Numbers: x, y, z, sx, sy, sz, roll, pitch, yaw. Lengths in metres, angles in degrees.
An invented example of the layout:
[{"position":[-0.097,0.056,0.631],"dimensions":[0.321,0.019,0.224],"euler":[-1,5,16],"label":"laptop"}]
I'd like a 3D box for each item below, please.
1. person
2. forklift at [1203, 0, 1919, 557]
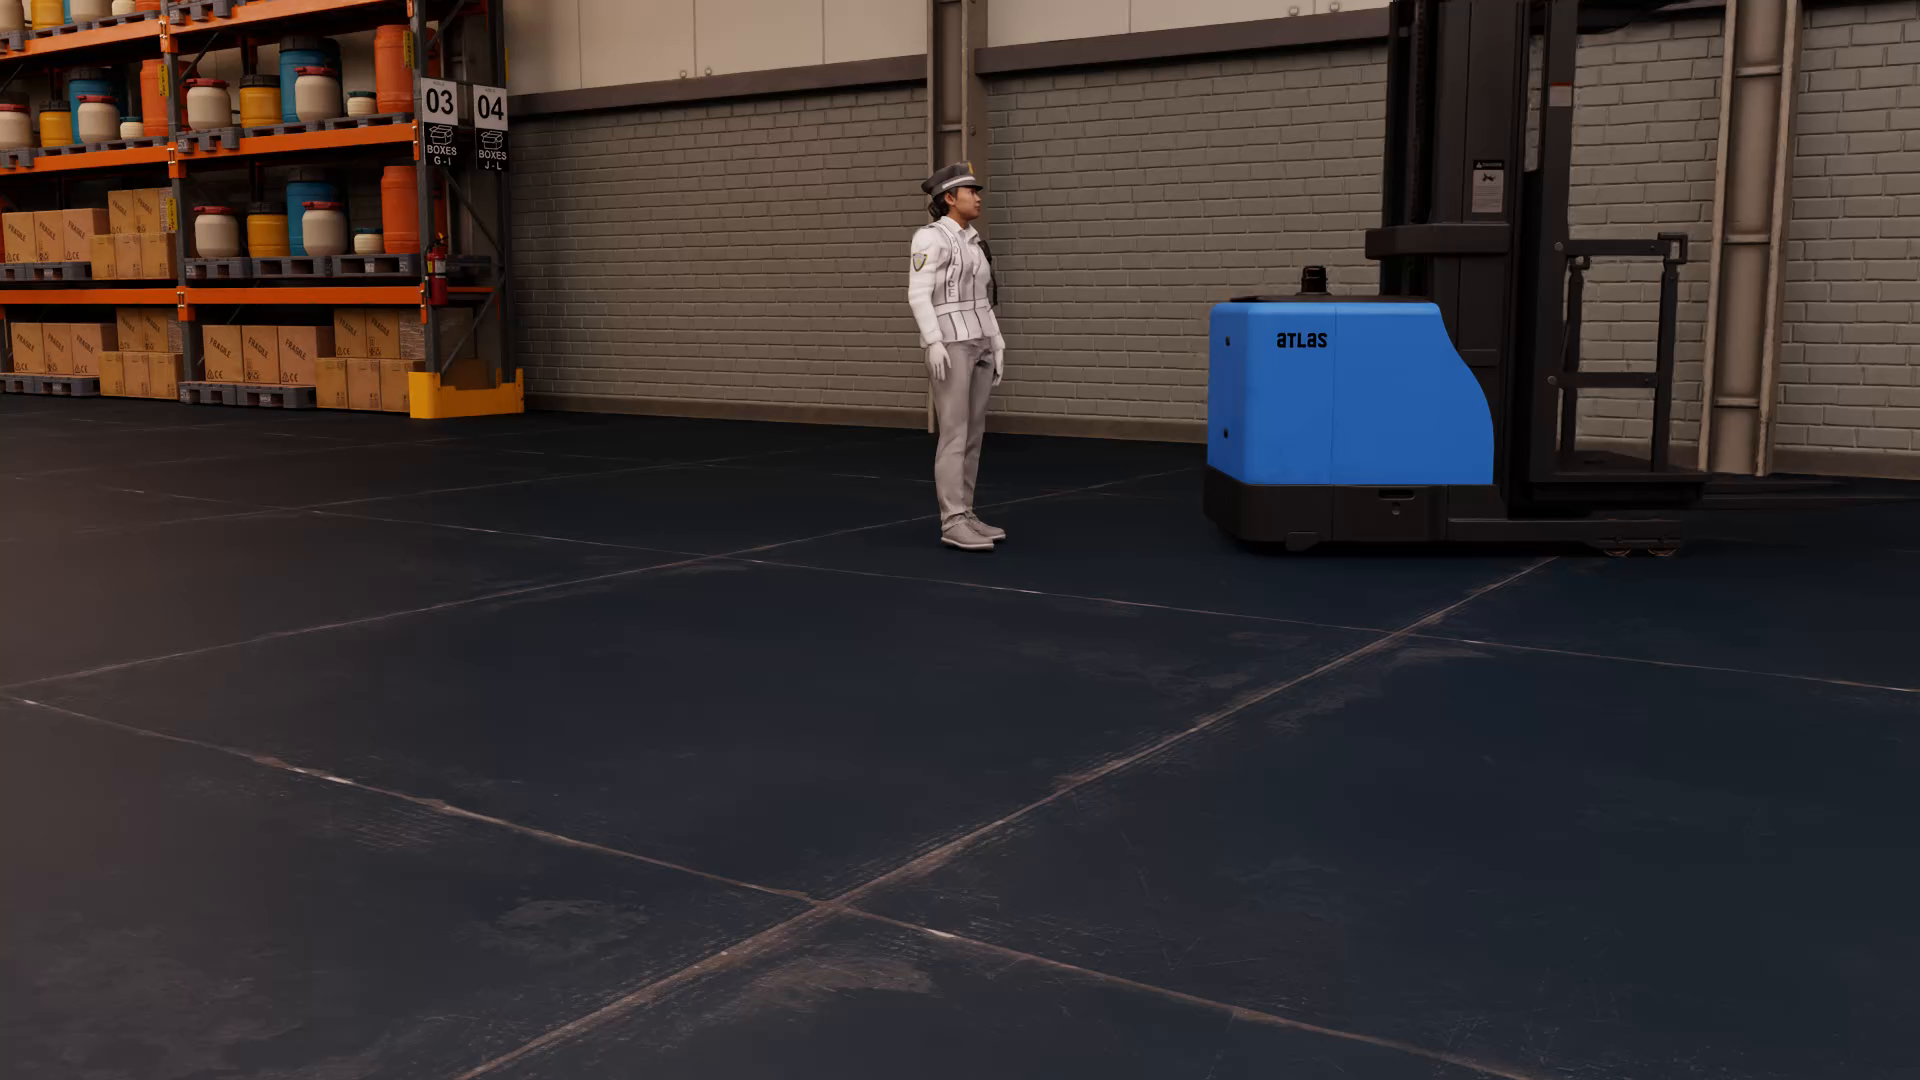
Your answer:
[{"position":[0.053,-0.840,7.440],"dimensions":[0.531,1.694,0.586],"euler":[5,10,34],"label":"person"},{"position":[2.694,-1.452,7.406],"dimensions":[3.031,2.935,1.130],"euler":[0,8,-2],"label":"forklift"}]
